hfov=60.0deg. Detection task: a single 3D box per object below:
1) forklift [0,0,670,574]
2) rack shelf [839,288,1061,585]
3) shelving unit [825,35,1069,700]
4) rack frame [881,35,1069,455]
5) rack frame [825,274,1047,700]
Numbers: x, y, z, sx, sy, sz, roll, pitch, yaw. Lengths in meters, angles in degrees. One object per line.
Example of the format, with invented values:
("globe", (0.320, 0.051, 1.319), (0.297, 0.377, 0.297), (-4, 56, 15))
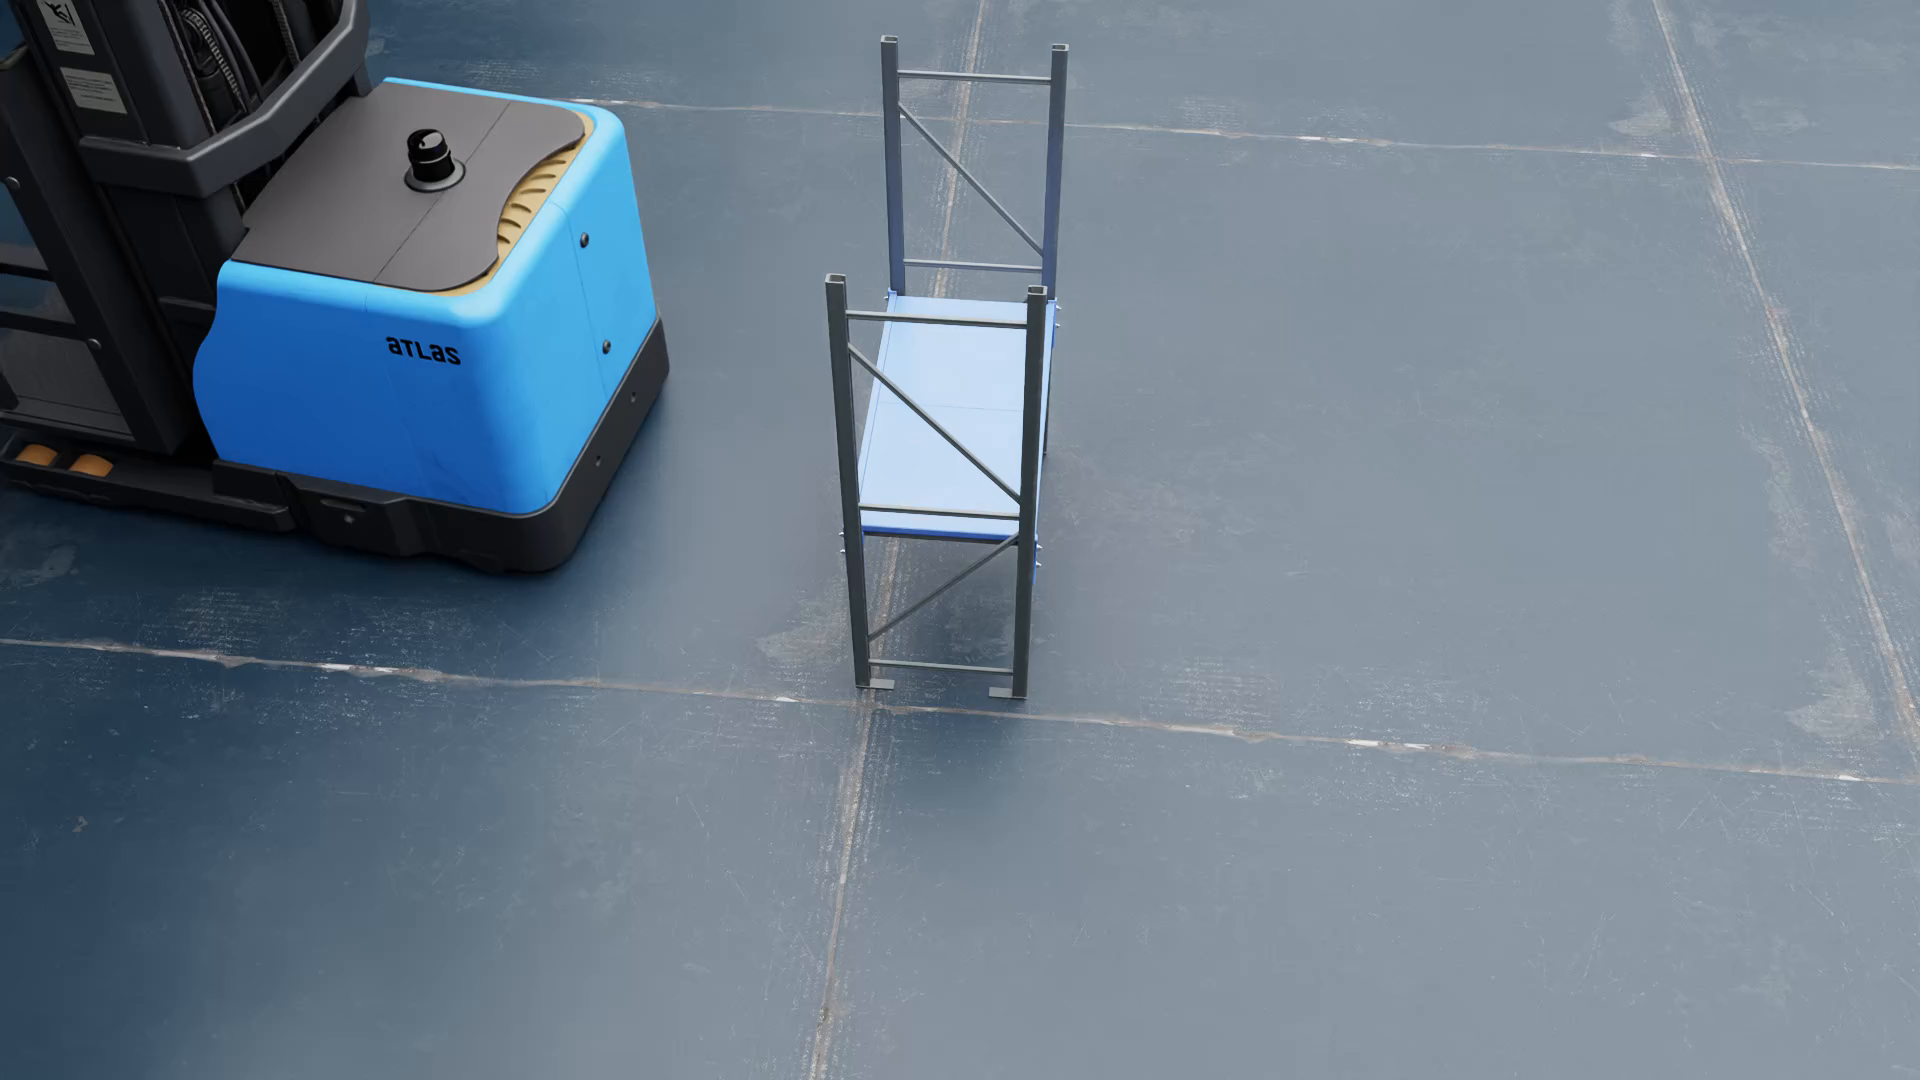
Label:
("forklift", (-2.566, -1.470, 4.608), (3.031, 2.935, 1.130), (10, 48, 9))
("rack shelf", (-0.008, -0.322, 4.772), (0.538, 0.185, 1.000), (4, 48, 4))
("shelving unit", (-0.008, -0.443, 4.639), (0.538, 1.500, 1.048), (4, 48, 4))
("rack frame", (0.039, -0.817, 4.981), (0.500, 1.500, 0.032), (4, 48, 4))
("rack frame", (-0.054, -0.070, 4.298), (0.500, 1.500, 0.032), (4, 48, 4))
